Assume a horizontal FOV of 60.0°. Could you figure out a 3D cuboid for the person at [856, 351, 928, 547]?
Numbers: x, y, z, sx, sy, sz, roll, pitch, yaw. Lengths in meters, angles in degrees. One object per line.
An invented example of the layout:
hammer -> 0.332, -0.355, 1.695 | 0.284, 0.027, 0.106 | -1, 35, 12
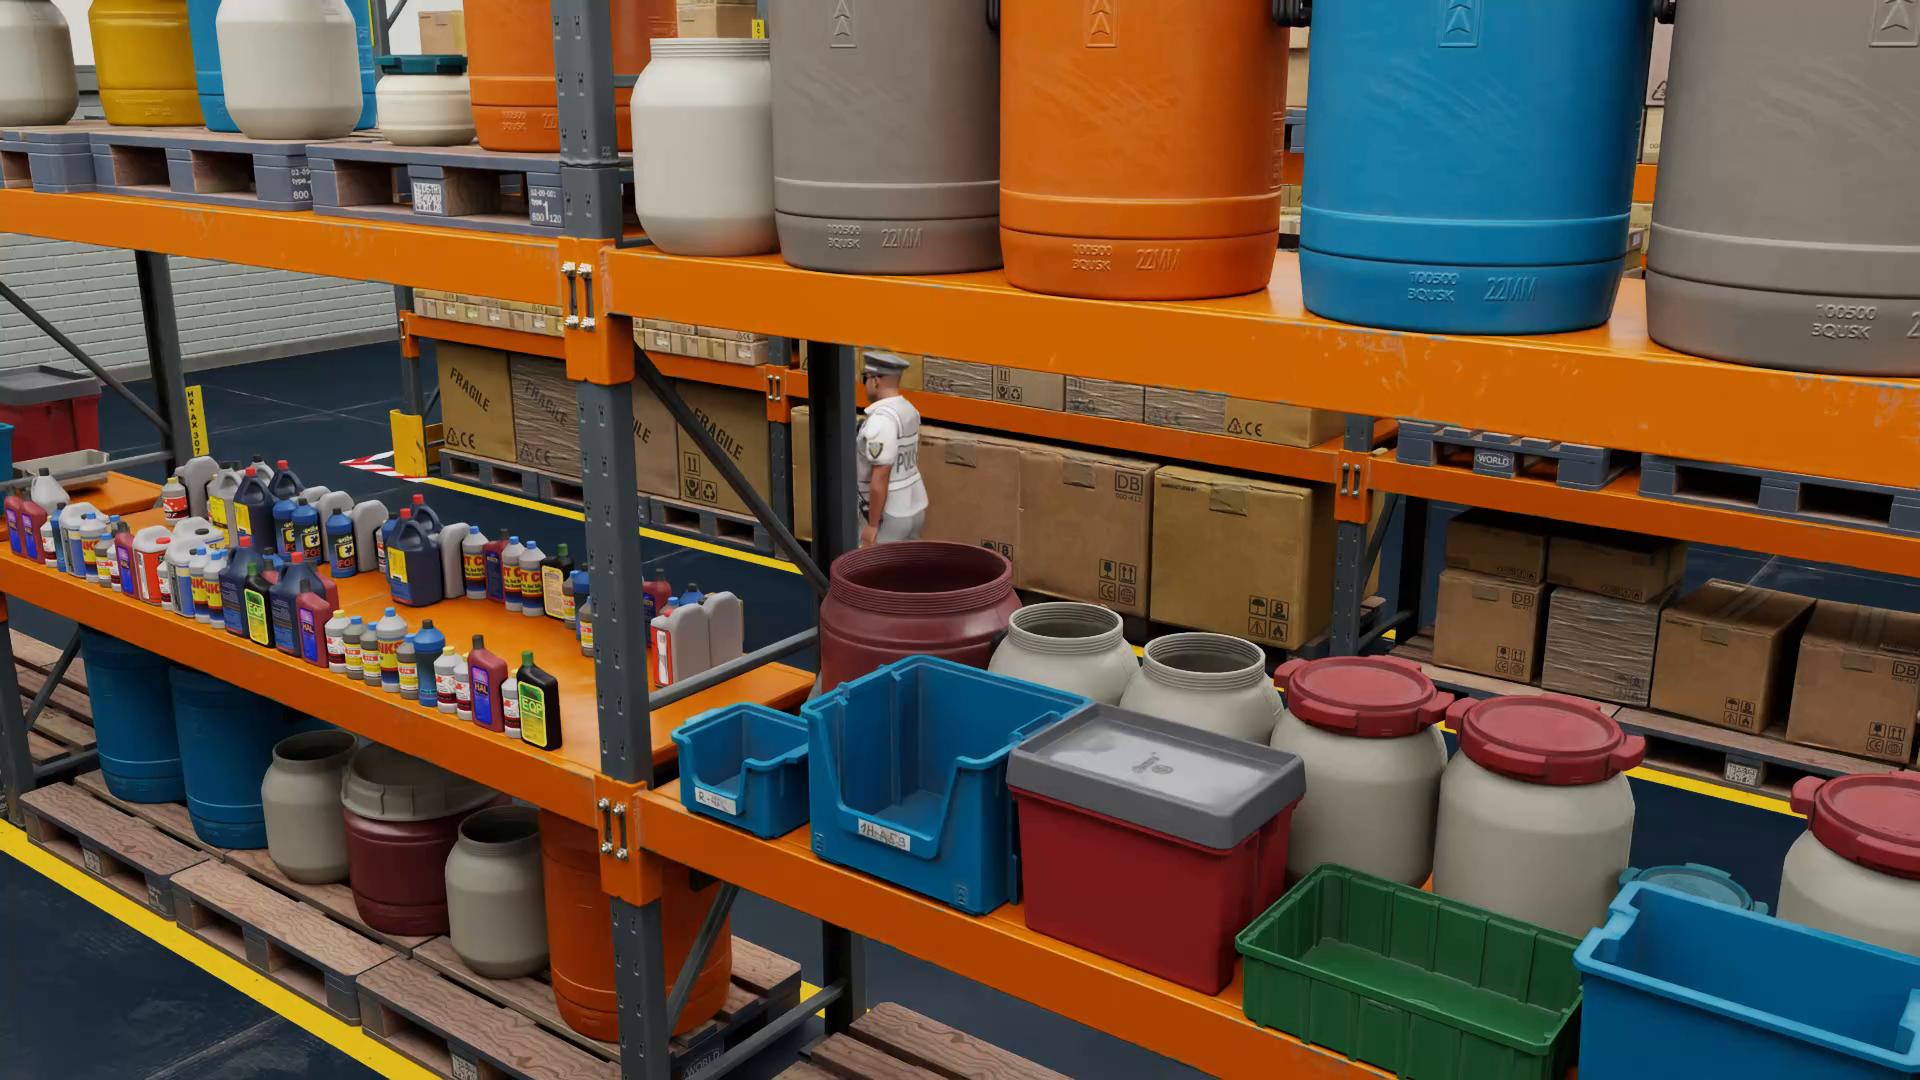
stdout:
person -> -0.323, -0.117, 8.853 | 0.558, 1.739, 0.594 | 6, 17, 19
